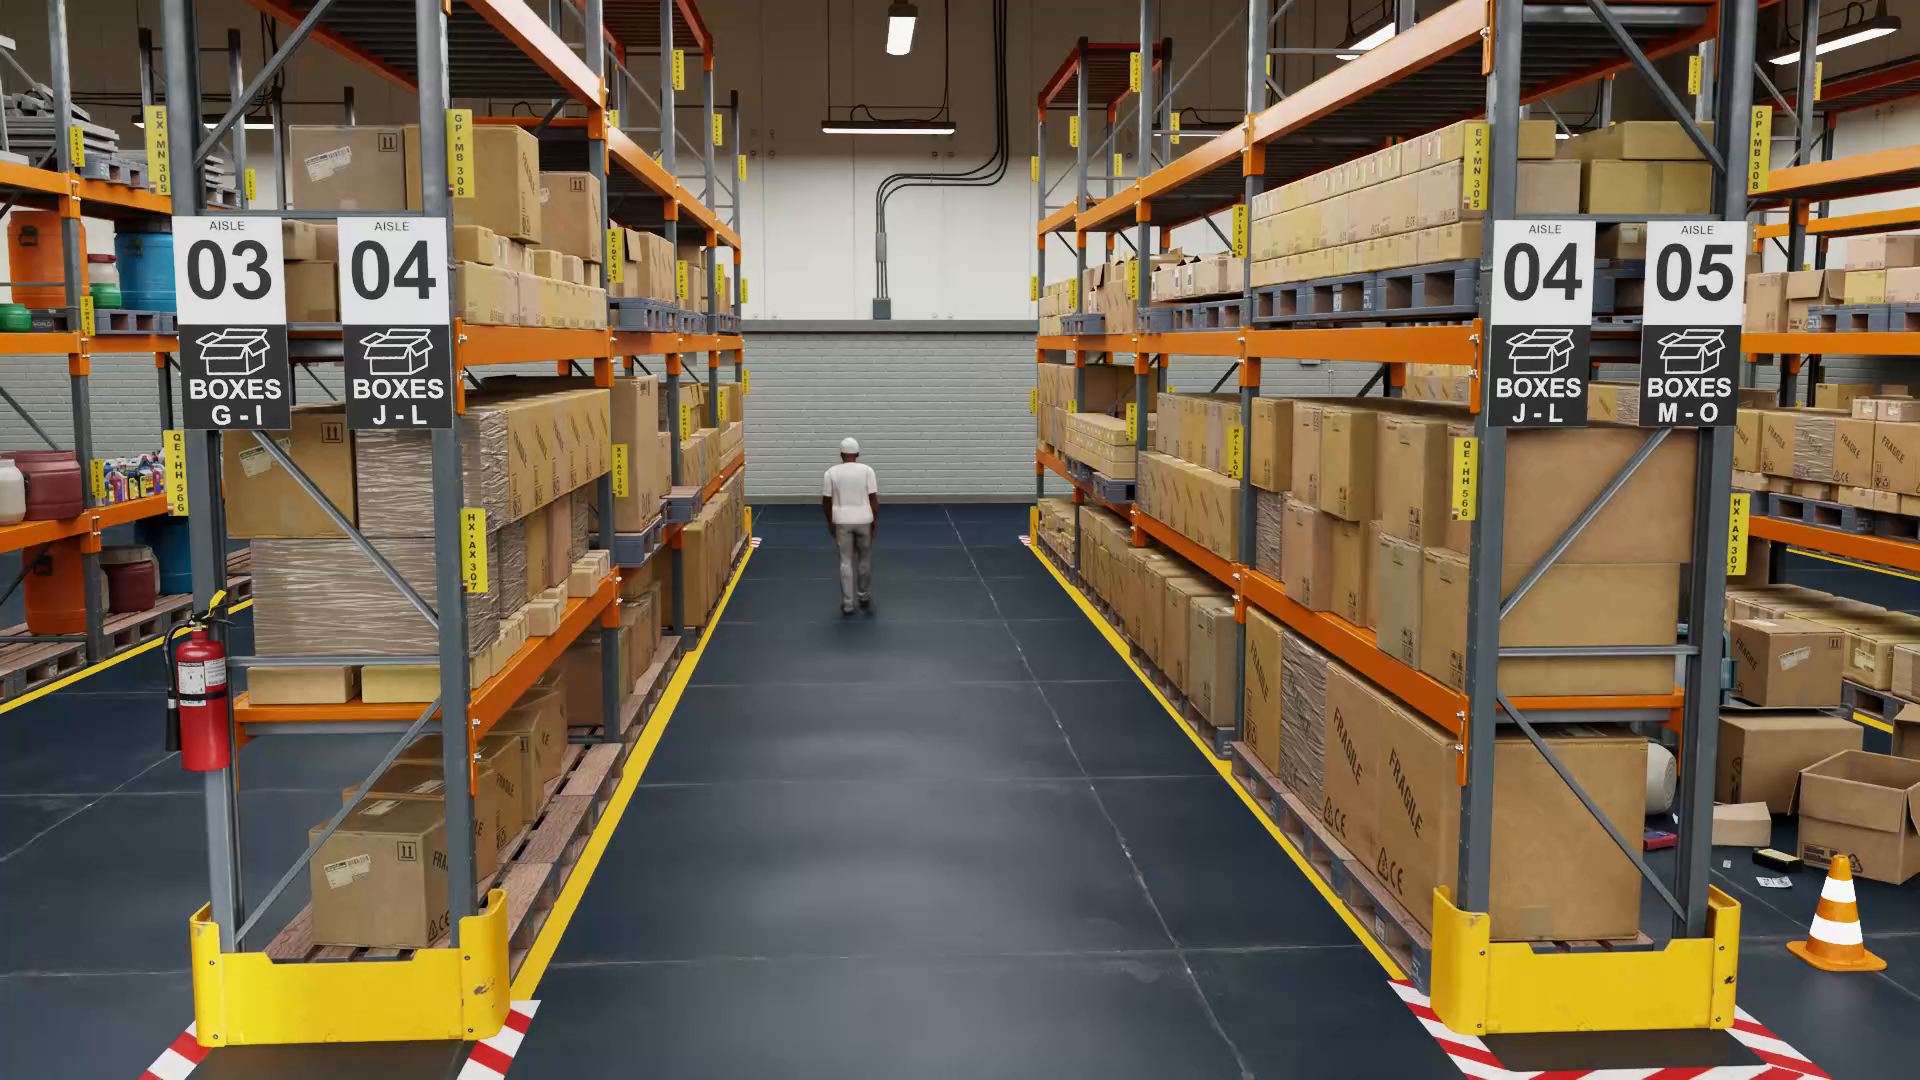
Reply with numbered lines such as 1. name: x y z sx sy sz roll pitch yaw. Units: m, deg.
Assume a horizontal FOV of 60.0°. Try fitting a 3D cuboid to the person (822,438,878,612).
1. person: -1.135 -0.185 17.142 0.572 1.731 0.896 -1 7 -4
